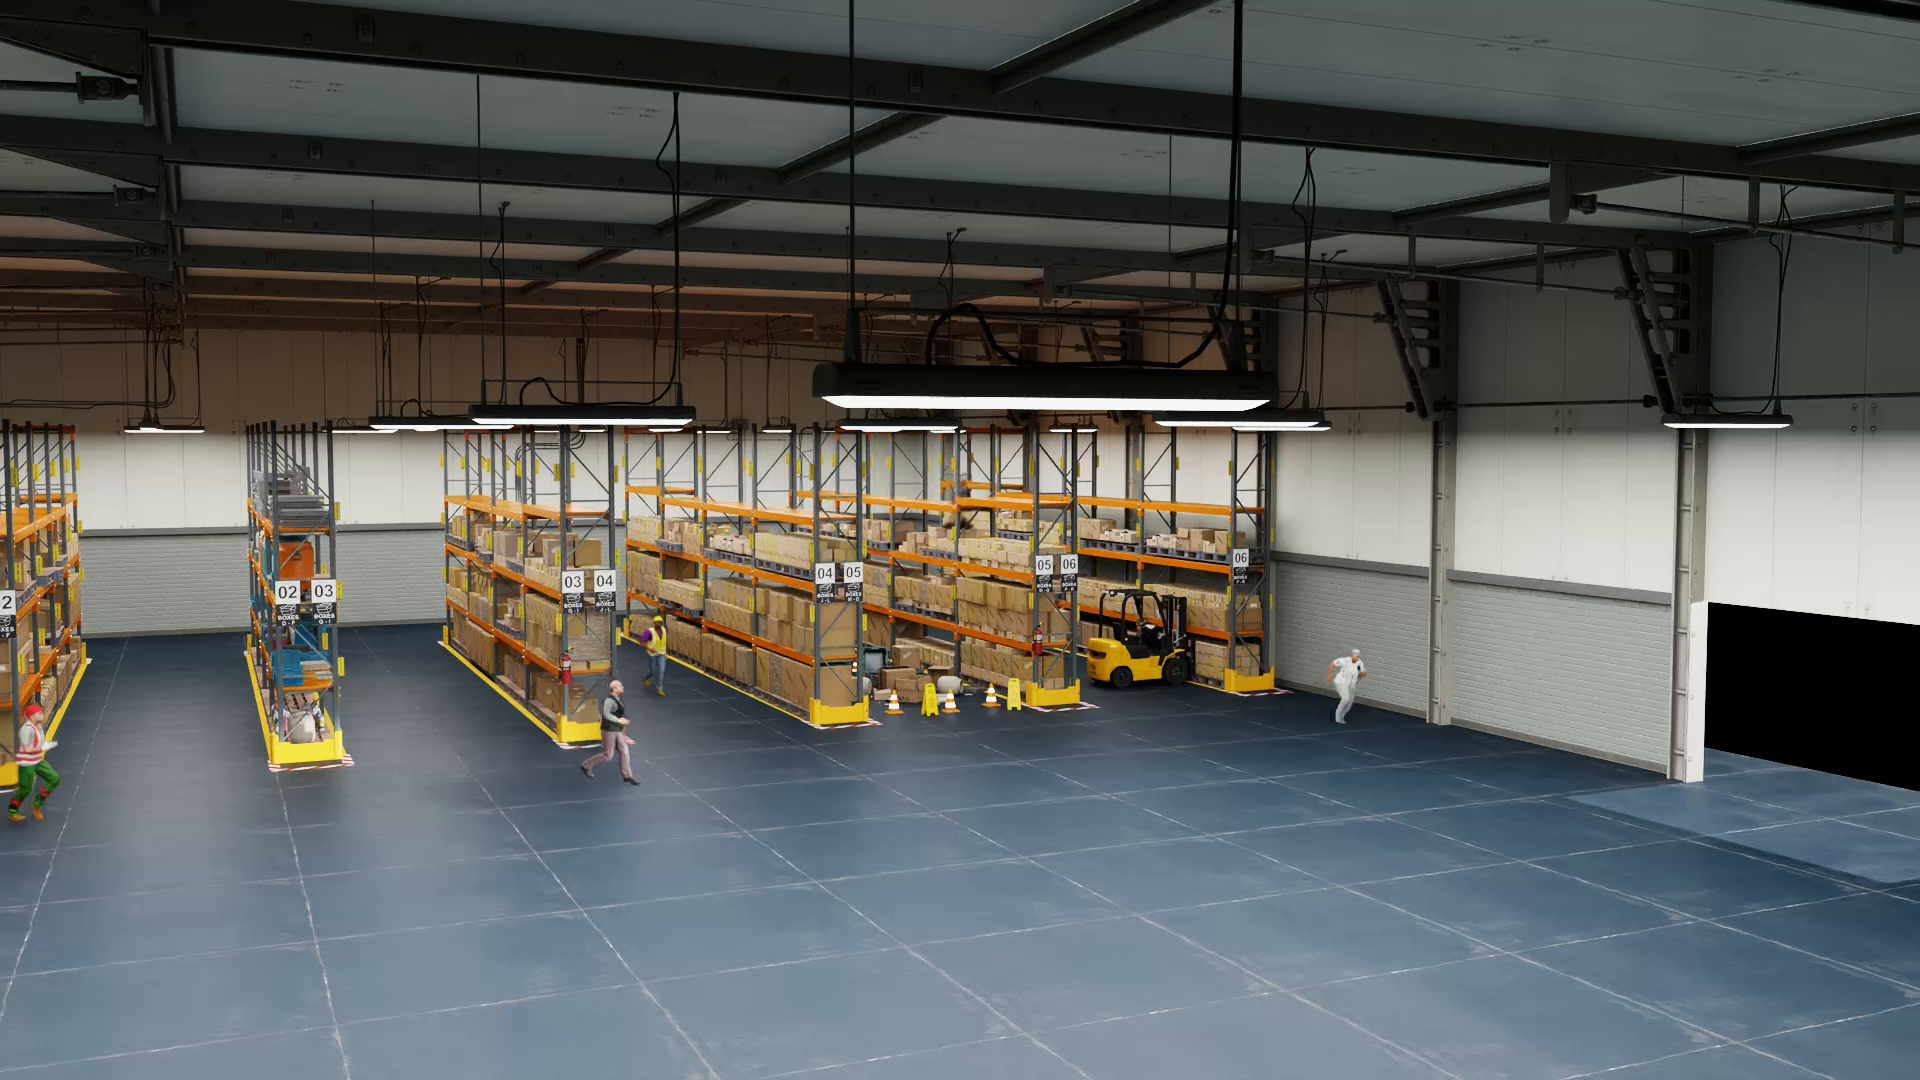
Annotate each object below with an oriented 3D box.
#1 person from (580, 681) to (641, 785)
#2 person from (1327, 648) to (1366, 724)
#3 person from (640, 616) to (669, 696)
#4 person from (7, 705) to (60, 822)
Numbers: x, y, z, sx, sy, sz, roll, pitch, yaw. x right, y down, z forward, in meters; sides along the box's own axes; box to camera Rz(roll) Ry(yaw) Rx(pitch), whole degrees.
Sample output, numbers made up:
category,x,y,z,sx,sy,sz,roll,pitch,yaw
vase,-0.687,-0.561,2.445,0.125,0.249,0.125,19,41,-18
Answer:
category,x,y,z,sx,sy,sz,roll,pitch,yaw
person,-5.732,3.159,27.276,1.008,1.717,0.680,0,4,4
person,7.706,2.911,33.066,0.666,1.560,0.777,-1,4,-21
person,-6.757,2.548,36.917,0.725,1.754,0.952,-3,5,-38
person,-13.679,3.288,24.533,0.807,1.744,0.696,0,4,-4
